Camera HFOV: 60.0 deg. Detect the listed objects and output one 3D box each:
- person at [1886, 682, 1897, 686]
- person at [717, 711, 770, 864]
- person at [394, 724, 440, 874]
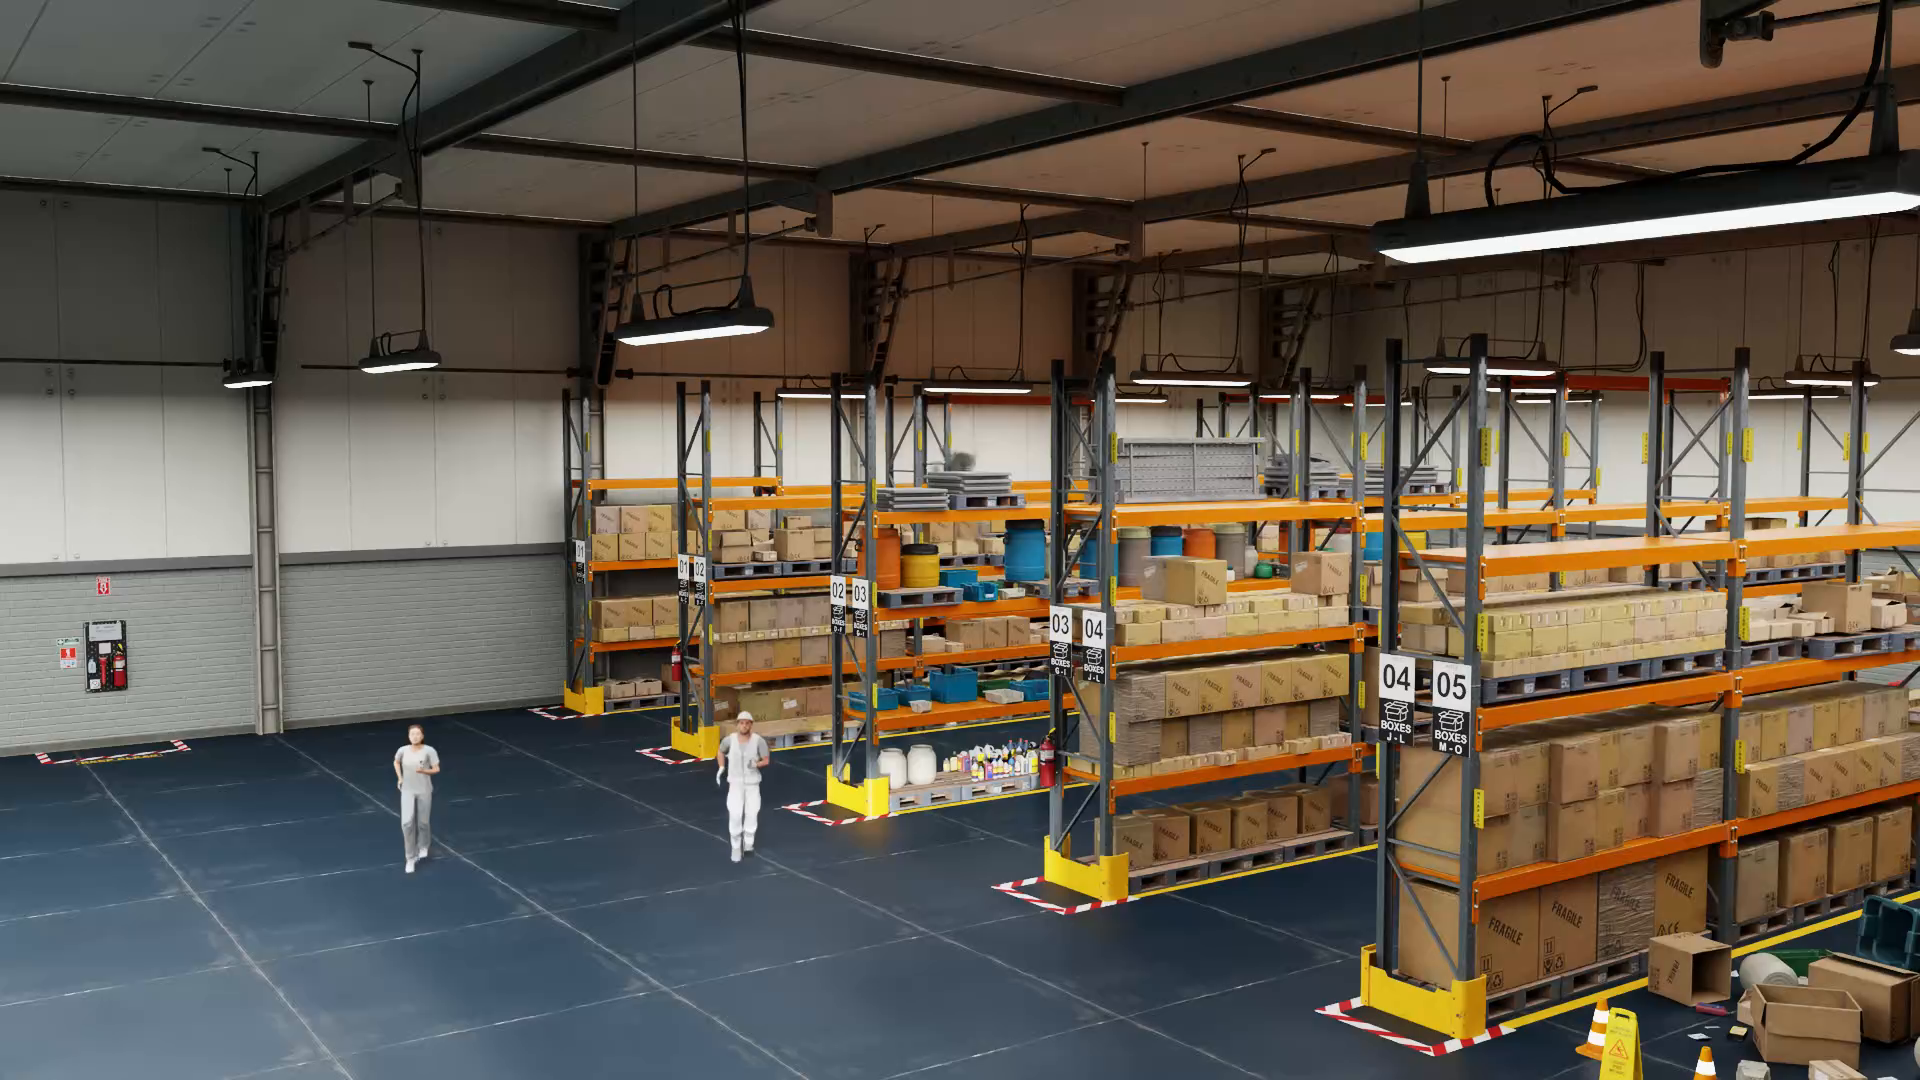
[{"bbox_3d":[12.778,2.829,22.839,0.628,1.750,0.643,-2,4,-31],"label":"person"},{"bbox_3d":[-2.619,2.982,20.116,0.644,1.824,0.743,-1,4,-9],"label":"person"},{"bbox_3d":[-6.477,3.046,19.836,0.551,1.719,0.742,-1,4,-13],"label":"person"}]
